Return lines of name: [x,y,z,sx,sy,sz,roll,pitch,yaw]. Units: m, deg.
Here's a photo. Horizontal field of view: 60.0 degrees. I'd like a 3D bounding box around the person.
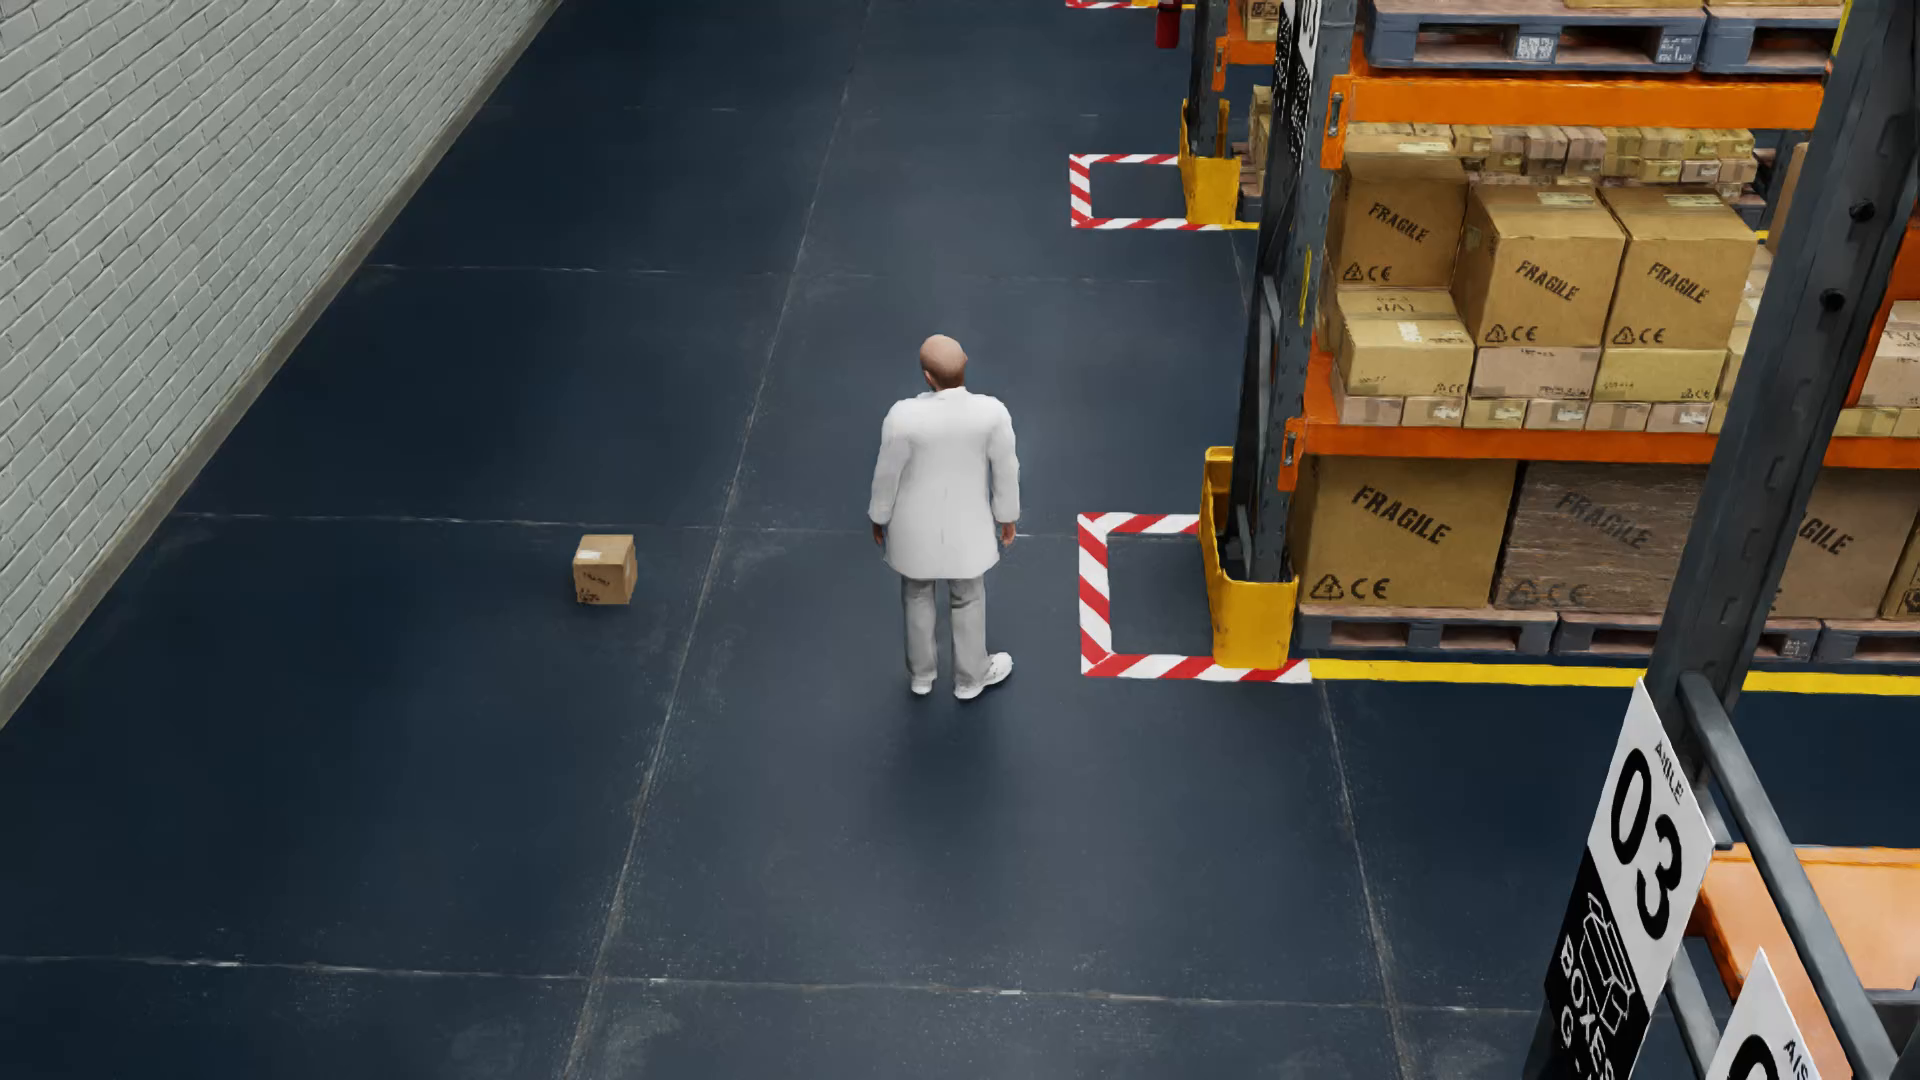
person: [-0.068,-0.104,7.230,0.660,1.789,0.422,-3,35,-4]
